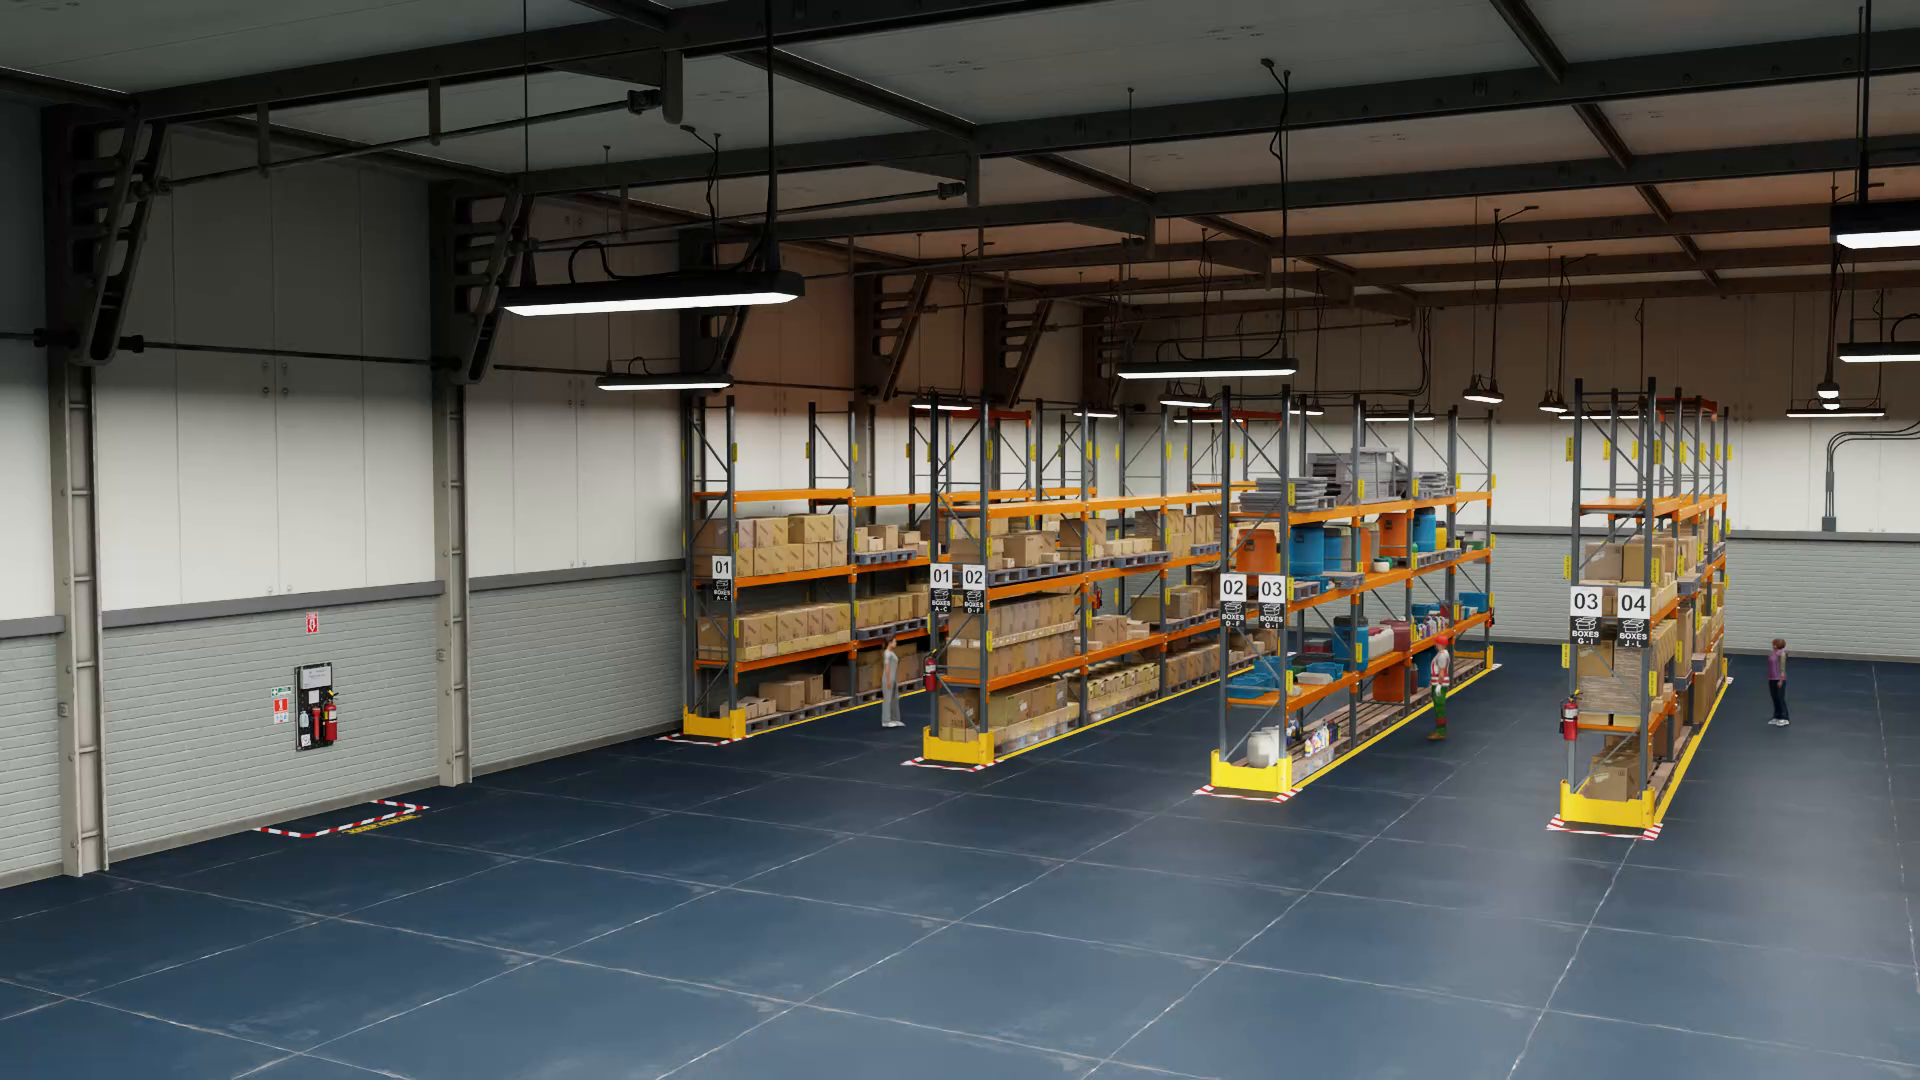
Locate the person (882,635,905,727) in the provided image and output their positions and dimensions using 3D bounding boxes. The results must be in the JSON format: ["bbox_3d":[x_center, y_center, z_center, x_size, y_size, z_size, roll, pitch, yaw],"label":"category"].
[{"bbox_3d":[-1.232,2.589,30.349,0.428,1.711,0.502,0,3,8],"label":"person"}]

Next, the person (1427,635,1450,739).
[{"bbox_3d":[8.383,2.568,29.159,0.455,1.792,0.583,0,3,5],"label":"person"}]

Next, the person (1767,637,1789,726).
[{"bbox_3d":[15.075,2.612,30.658,0.343,1.599,0.526,-1,3,-12],"label":"person"}]
